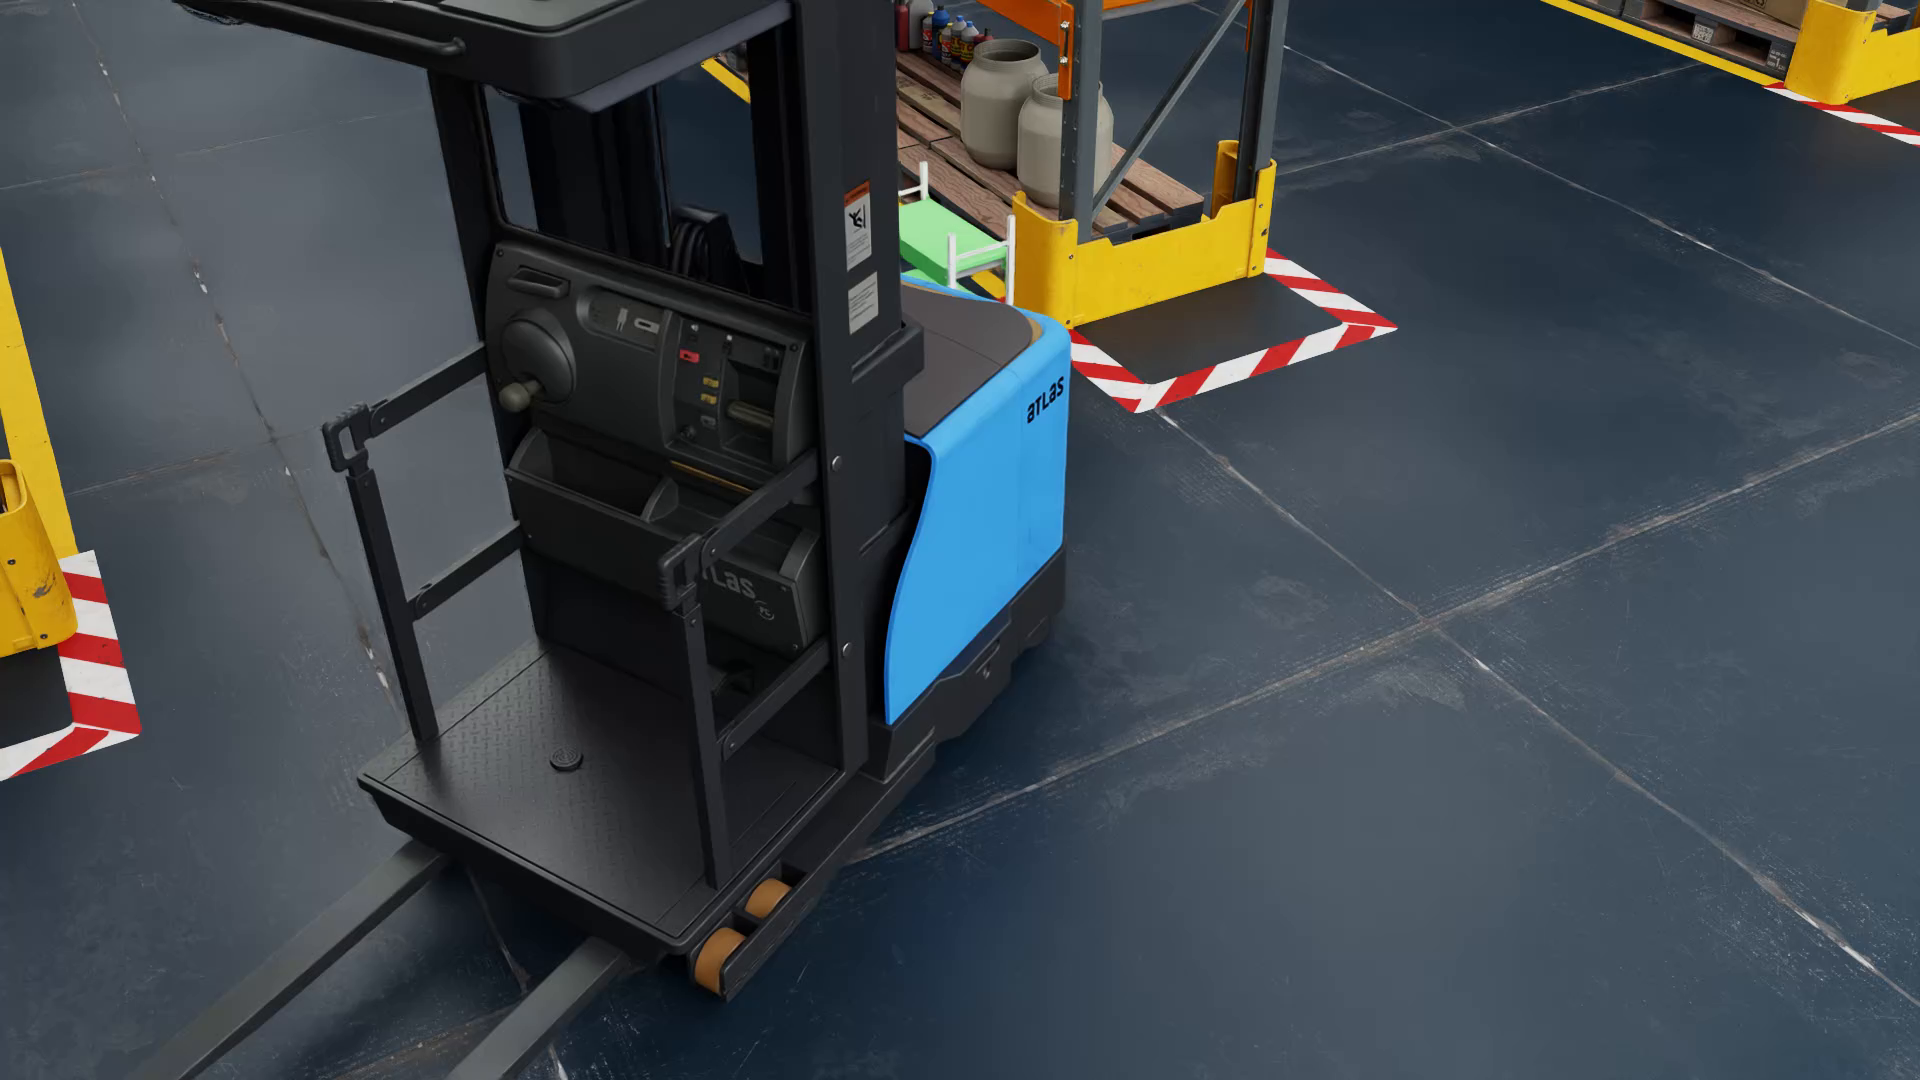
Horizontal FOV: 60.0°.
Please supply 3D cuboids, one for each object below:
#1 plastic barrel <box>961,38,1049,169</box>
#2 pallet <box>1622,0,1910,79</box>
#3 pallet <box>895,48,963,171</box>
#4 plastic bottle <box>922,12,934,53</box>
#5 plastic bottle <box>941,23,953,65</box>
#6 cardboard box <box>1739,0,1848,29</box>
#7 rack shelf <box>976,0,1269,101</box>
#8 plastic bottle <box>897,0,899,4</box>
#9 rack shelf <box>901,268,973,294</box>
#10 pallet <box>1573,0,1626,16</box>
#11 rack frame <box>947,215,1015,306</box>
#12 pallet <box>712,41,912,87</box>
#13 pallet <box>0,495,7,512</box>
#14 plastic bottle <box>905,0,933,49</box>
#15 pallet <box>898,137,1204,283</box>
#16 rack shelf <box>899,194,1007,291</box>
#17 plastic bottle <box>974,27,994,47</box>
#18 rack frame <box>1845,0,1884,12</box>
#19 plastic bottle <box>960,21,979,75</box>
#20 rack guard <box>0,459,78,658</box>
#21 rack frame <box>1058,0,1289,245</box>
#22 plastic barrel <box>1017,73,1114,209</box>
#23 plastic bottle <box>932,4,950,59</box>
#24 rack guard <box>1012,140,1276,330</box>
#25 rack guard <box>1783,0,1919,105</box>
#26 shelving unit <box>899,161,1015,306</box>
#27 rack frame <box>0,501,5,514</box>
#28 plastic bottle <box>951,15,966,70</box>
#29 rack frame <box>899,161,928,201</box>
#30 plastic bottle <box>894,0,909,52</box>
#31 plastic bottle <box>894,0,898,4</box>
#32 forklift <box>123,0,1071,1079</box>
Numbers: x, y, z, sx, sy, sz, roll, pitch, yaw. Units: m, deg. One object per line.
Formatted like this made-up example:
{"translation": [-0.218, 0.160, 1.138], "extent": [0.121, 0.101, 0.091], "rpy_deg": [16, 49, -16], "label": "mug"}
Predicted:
{"translation": [0.215, -2.028, 7.736], "extent": [0.421, 0.512, 0.421], "rpy_deg": [0, 36, 0], "label": "plastic barrel"}
{"translation": [4.730, -3.099, 9.815], "extent": [1.003, 0.211, 1.213], "rpy_deg": [-19, 40, -24], "label": "pallet"}
{"translation": [-0.228, -2.230, 8.625], "extent": [1.003, 0.211, 1.213], "rpy_deg": [-19, 40, -24], "label": "pallet"}
{"translation": [-0.154, -2.740, 8.958], "extent": [0.097, 0.201, 0.097], "rpy_deg": [0, 36, 0], "label": "plastic bottle"}
{"translation": [-0.050, -2.635, 8.814], "extent": [0.097, 0.201, 0.097], "rpy_deg": [0, 36, 0], "label": "plastic bottle"}
{"translation": [4.846, -3.246, 9.414], "extent": [0.500, 0.500, 0.500], "rpy_deg": [-12, 38, -16], "label": "cardboard box"}
{"translation": [-0.142, -3.024, 7.957], "extent": [1.077, 0.370, 4.000], "rpy_deg": [-19, 40, -24], "label": "rack shelf"}
{"translation": [-0.315, -2.937, 9.100], "extent": [0.144, 0.351, 0.185], "rpy_deg": [-19, 40, -24], "label": "plastic bottle"}
{"translation": [-0.071, -0.725, 5.427], "extent": [0.258, 0.148, 0.480], "rpy_deg": [-22, 41, -27], "label": "rack shelf"}
{"translation": [4.121, -3.721, 10.665], "extent": [1.003, 0.211, 1.213], "rpy_deg": [-19, 40, -24], "label": "pallet"}
{"translation": [0.066, -0.464, 5.367], "extent": [0.240, 1.200, 0.015], "rpy_deg": [-22, 41, -27], "label": "rack frame"}
{"translation": [-0.845, -2.853, 9.478], "extent": [1.003, 0.211, 1.213], "rpy_deg": [-19, 40, -24], "label": "pallet"}
{"translation": [-3.842, -0.080, 5.680], "extent": [1.003, 0.211, 1.213], "rpy_deg": [-19, 40, -24], "label": "pallet"}
{"translation": [-0.237, -2.822, 9.007], "extent": [0.152, 0.276, 0.135], "rpy_deg": [-18, 40, -23], "label": "plastic bottle"}
{"translation": [0.381, -1.609, 7.774], "extent": [1.003, 0.211, 1.213], "rpy_deg": [-19, 40, -24], "label": "pallet"}
{"translation": [-0.072, -0.919, 5.285], "extent": [0.258, 0.148, 0.480], "rpy_deg": [-22, 41, -27], "label": "rack shelf"}
{"translation": [0.124, -2.513, 8.577], "extent": [0.061, 0.283, 0.133], "rpy_deg": [-18, 40, -23], "label": "plastic bottle"}
{"translation": [5.146, -3.762, 8.358], "extent": [1.000, 3.000, 0.127], "rpy_deg": [-19, 40, -24], "label": "rack frame"}
{"translation": [0.050, -2.562, 8.655], "extent": [0.097, 0.271, 0.097], "rpy_deg": [0, 36, 0], "label": "plastic bottle"}
{"translation": [-3.409, 0.193, 5.062], "extent": [1.175, 0.500, 0.348], "rpy_deg": [-19, 40, -24], "label": "rack guard"}
{"translation": [0.863, -2.294, 6.348], "extent": [1.000, 3.000, 0.127], "rpy_deg": [-19, 40, -24], "label": "rack frame"}
{"translation": [0.467, -1.772, 7.386], "extent": [0.421, 0.512, 0.421], "rpy_deg": [0, 36, 0], "label": "plastic barrel"}
{"translation": [-0.102, -2.716, 8.866], "extent": [0.097, 0.271, 0.097], "rpy_deg": [0, 36, 0], "label": "plastic bottle"}
{"translation": [0.784, -1.310, 7.119], "extent": [1.175, 0.500, 0.348], "rpy_deg": [-19, 40, -24], "label": "rack guard"}
{"translation": [5.108, -2.791, 9.148], "extent": [1.175, 0.500, 0.348], "rpy_deg": [-19, 40, -24], "label": "rack guard"}
{"translation": [-0.071, -0.583, 5.530], "extent": [0.258, 1.200, 0.503], "rpy_deg": [-22, 41, -27], "label": "shelving unit"}
{"translation": [-3.421, -0.828, 4.341], "extent": [1.000, 3.000, 0.127], "rpy_deg": [-19, 40, -24], "label": "rack frame"}
{"translation": [-0.001, -2.613, 8.725], "extent": [0.097, 0.271, 0.097], "rpy_deg": [0, 36, 0], "label": "plastic bottle"}
{"translation": [-0.208, -0.702, 5.694], "extent": [0.240, 1.200, 0.015], "rpy_deg": [-22, 41, -27], "label": "rack frame"}
{"translation": [-0.328, -2.793, 8.961], "extent": [0.061, 0.283, 0.133], "rpy_deg": [-19, 40, -24], "label": "plastic bottle"}
{"translation": [-0.391, -2.866, 9.061], "extent": [0.061, 0.283, 0.133], "rpy_deg": [-19, 40, -24], "label": "plastic bottle"}
{"translation": [-0.863, -0.356, 3.753], "extent": [1.130, 2.935, 3.031], "rpy_deg": [20, 41, 25], "label": "forklift"}
